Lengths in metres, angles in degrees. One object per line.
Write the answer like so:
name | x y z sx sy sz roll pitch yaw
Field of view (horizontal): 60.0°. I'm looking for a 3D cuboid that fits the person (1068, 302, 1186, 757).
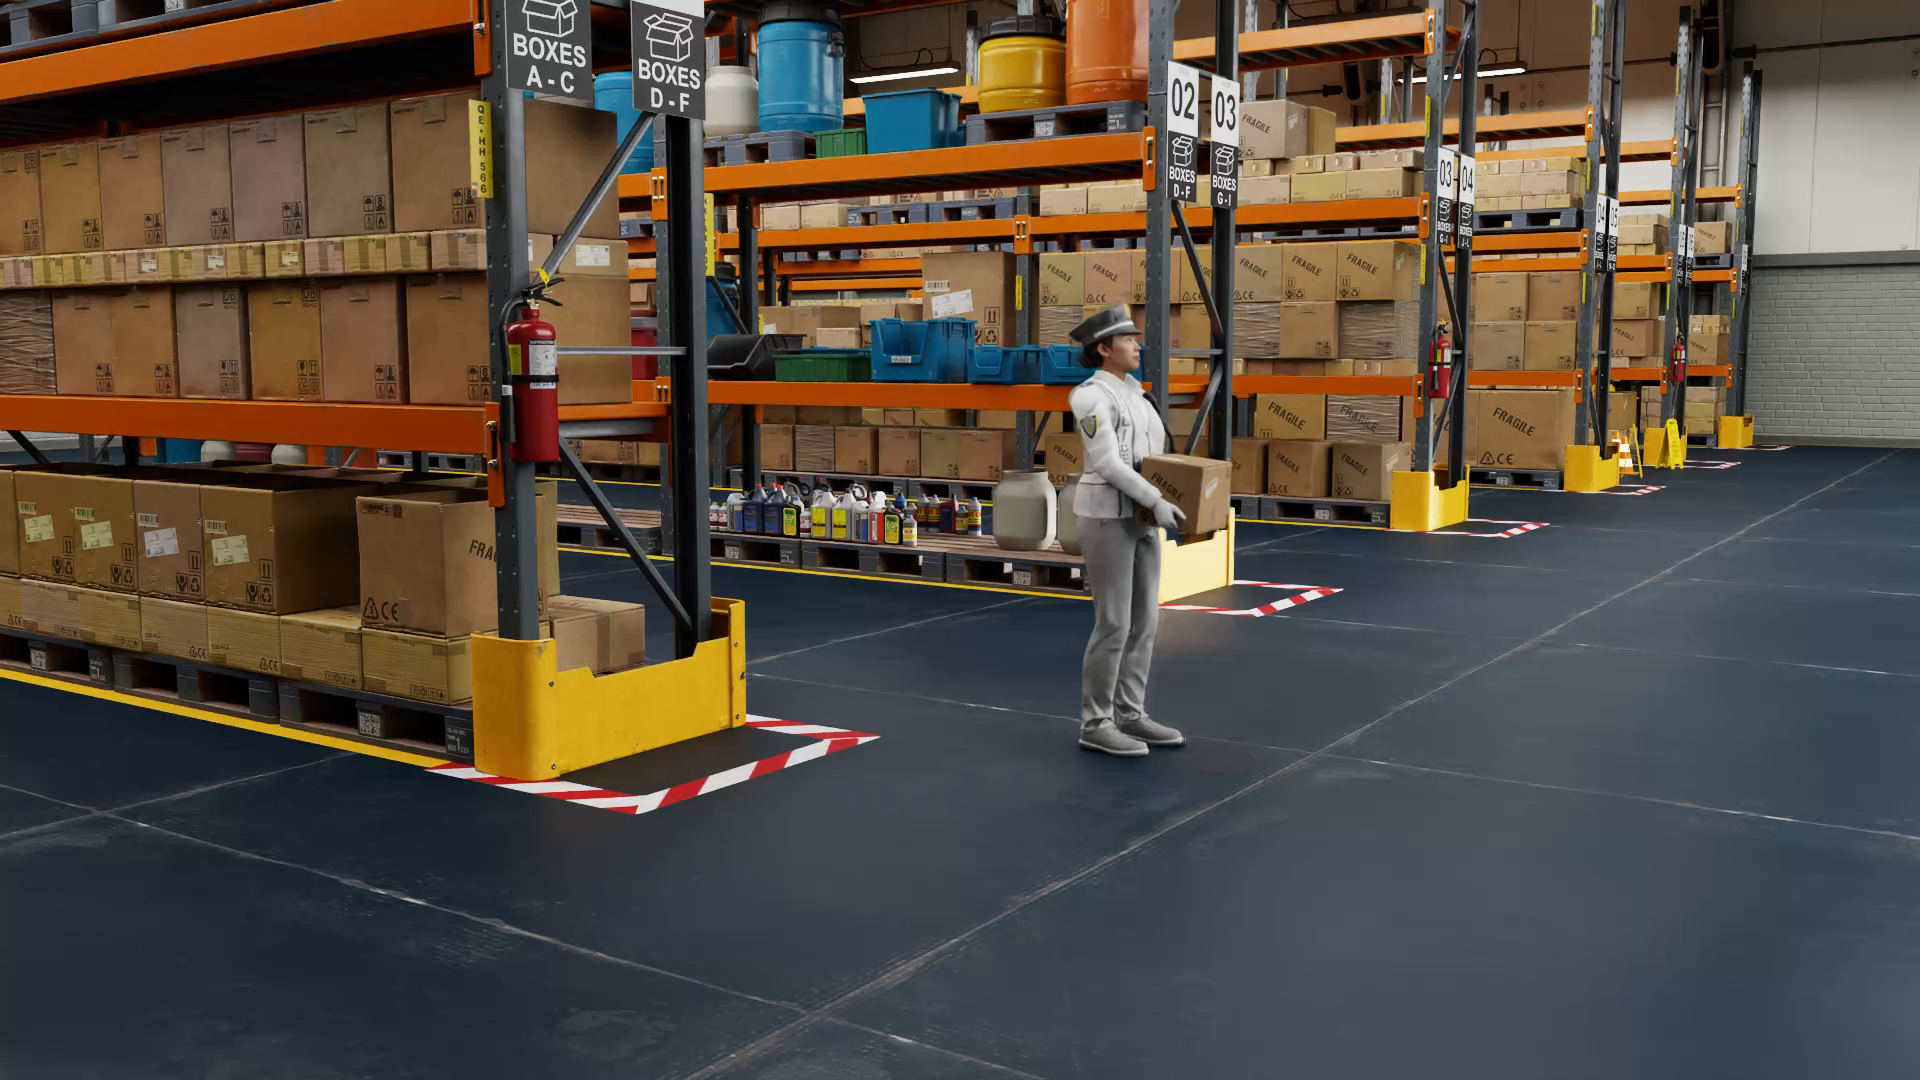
person | 0.668 -0.052 6.309 0.554 1.695 0.467 4 8 33
